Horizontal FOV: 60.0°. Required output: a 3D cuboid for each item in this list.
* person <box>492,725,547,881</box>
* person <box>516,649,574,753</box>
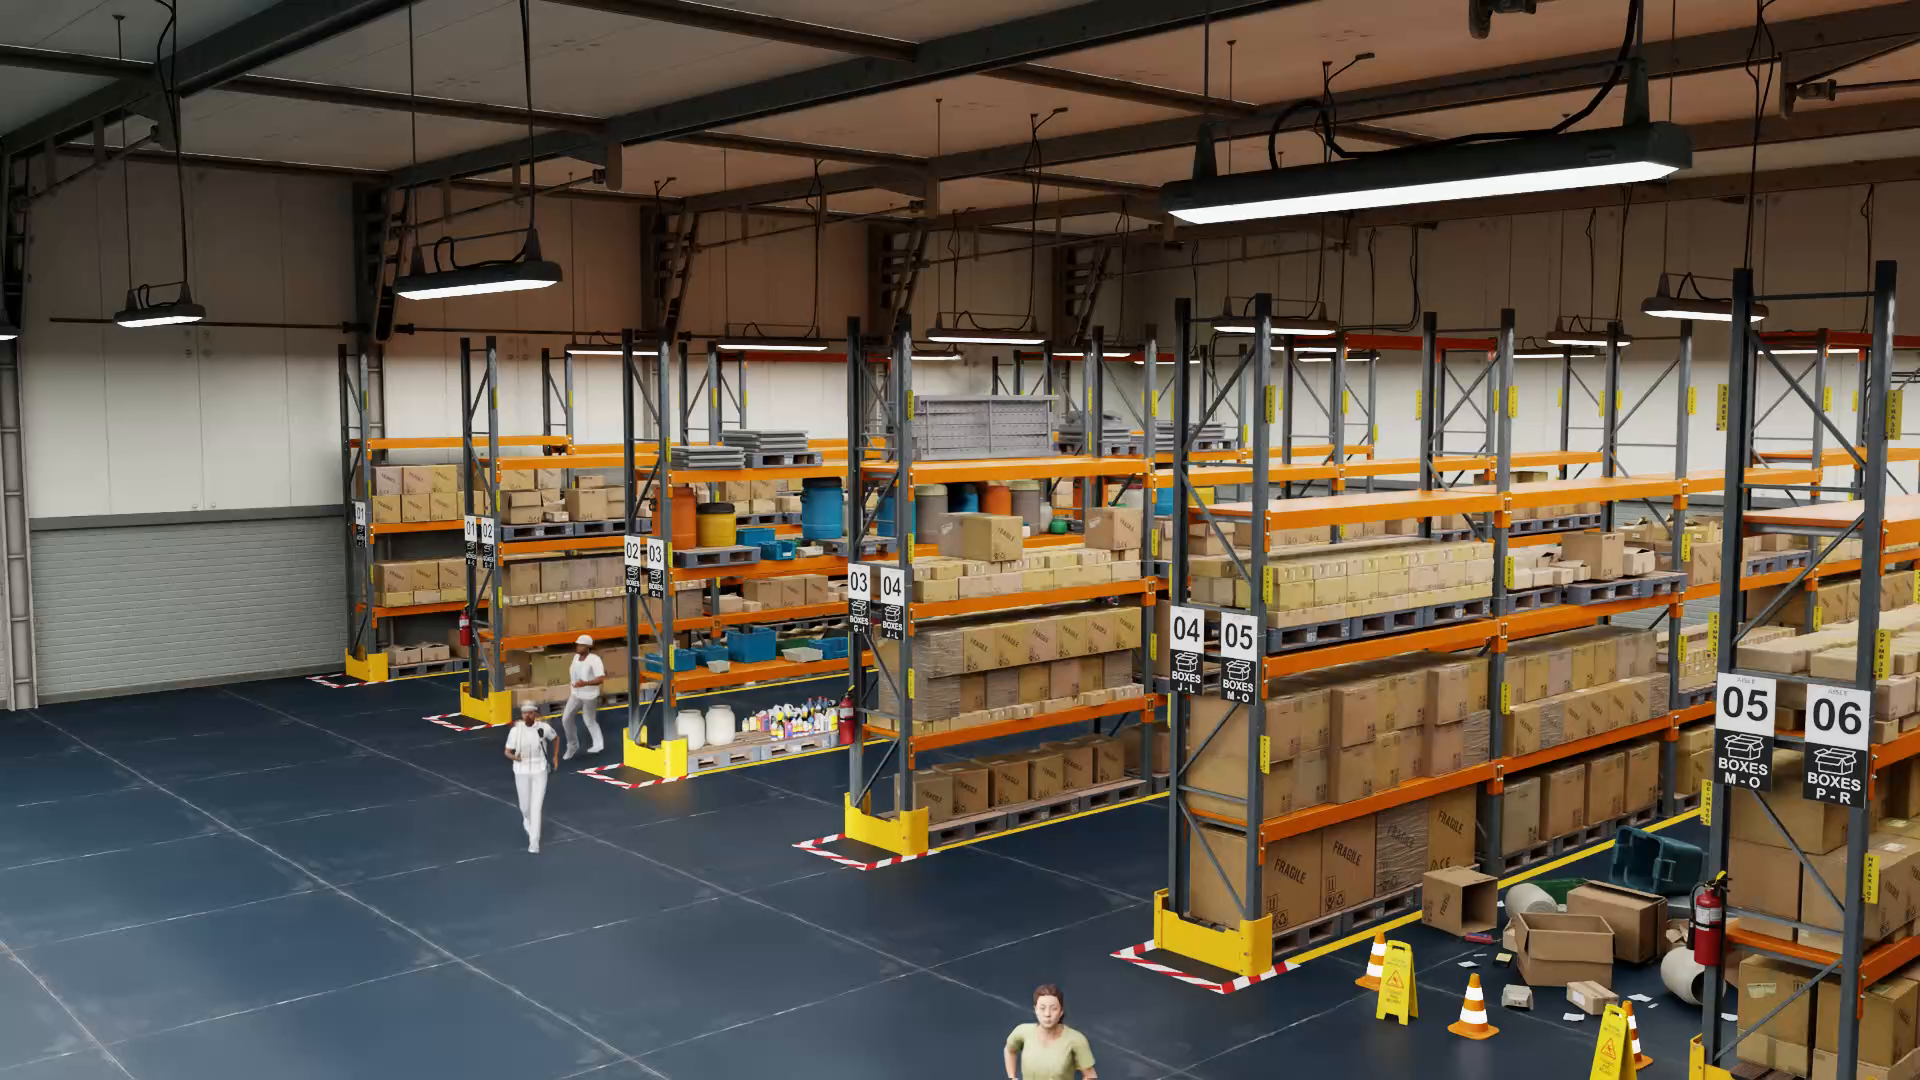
[{"bbox_3d":[-4.658,2.768,17.562,0.571,1.653,0.575,-1,5,-8],"label":"person"},{"bbox_3d":[-5.592,2.281,22.330,0.763,1.659,0.659,0,5,5],"label":"person"}]
